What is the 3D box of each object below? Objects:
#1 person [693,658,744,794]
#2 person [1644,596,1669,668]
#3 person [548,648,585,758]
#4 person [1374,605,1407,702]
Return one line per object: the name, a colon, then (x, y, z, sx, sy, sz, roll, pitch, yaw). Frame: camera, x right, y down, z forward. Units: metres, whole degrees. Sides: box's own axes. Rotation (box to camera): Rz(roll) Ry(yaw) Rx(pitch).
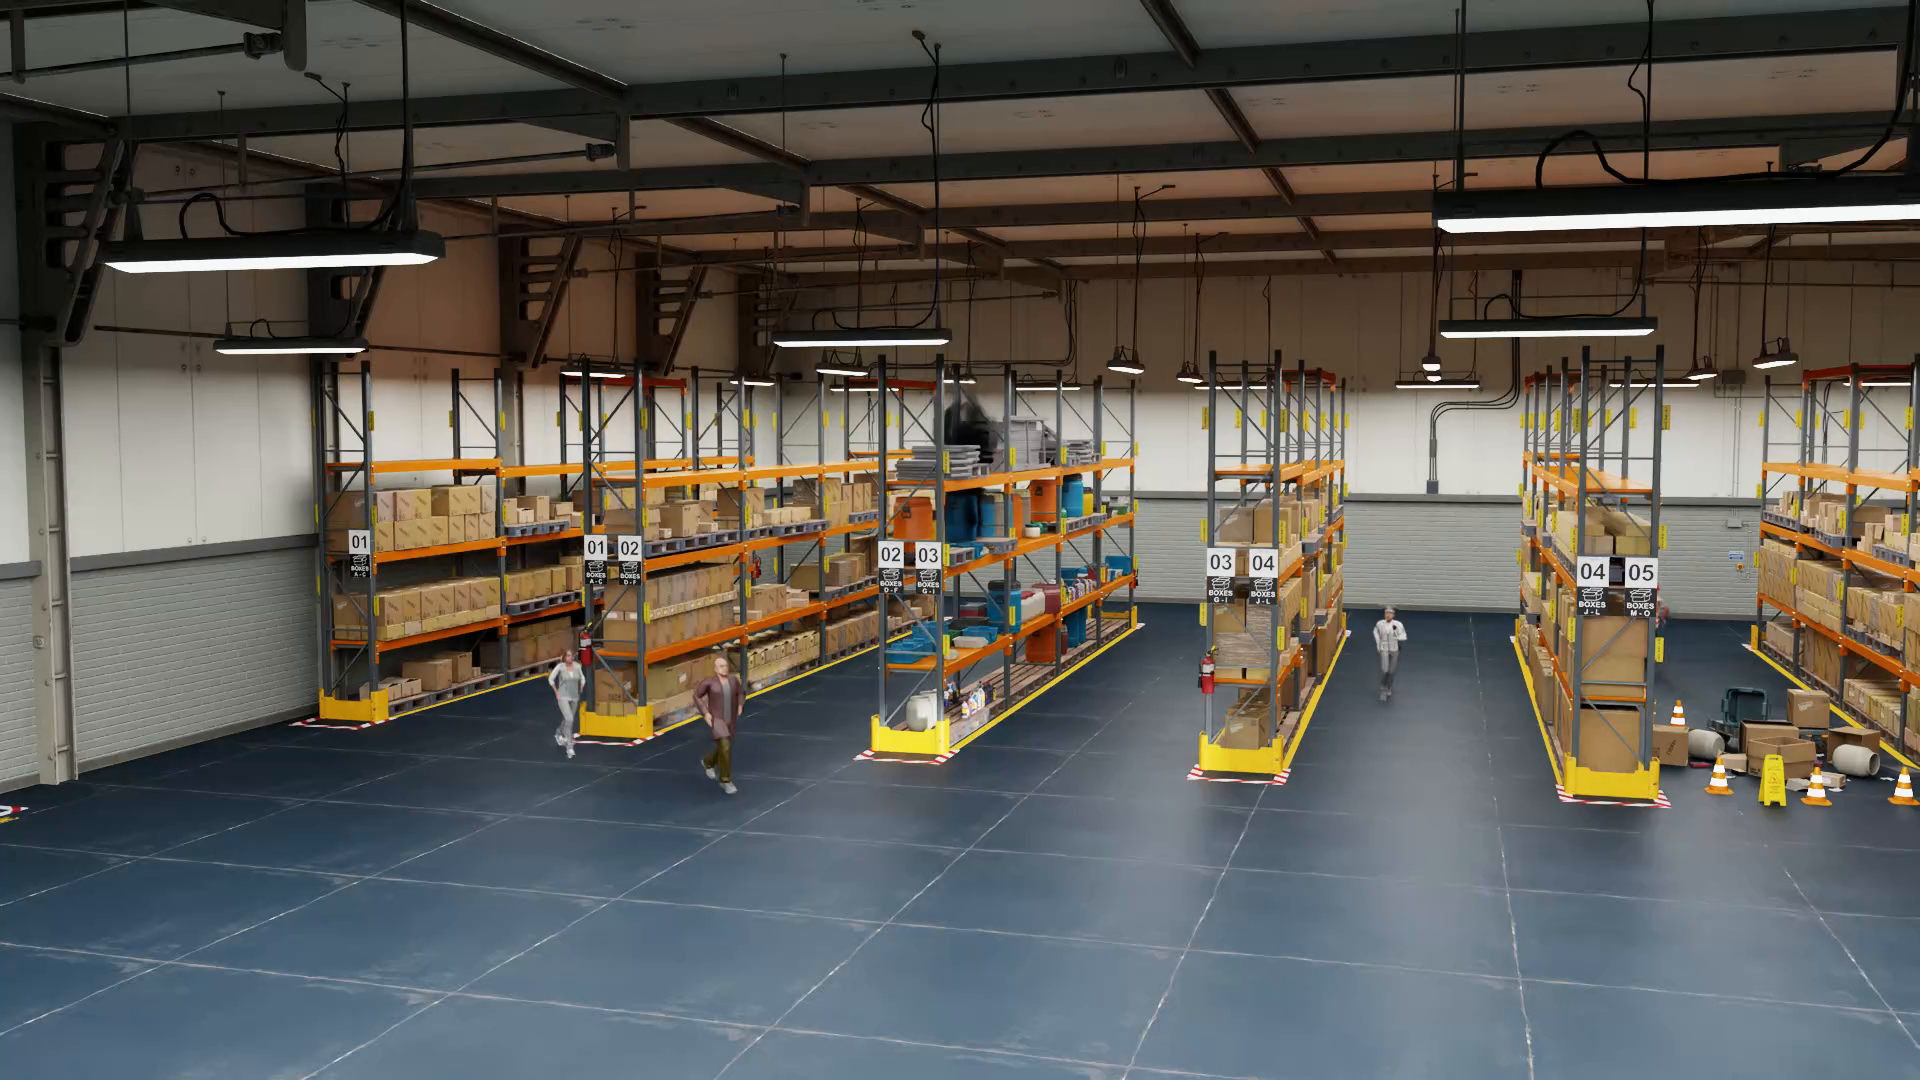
person: (-3.274, 2.494, 22.674, 0.706, 1.811, 0.923, -3, 5, -41)
person: (13.953, 1.713, 33.729, 0.646, 1.744, 0.598, 0, 4, 6)
person: (-5.921, 2.418, 25.055, 0.527, 1.617, 0.784, -3, 5, -38)
person: (7.731, 2.040, 29.894, 0.578, 1.757, 0.732, 1, 4, 13)
